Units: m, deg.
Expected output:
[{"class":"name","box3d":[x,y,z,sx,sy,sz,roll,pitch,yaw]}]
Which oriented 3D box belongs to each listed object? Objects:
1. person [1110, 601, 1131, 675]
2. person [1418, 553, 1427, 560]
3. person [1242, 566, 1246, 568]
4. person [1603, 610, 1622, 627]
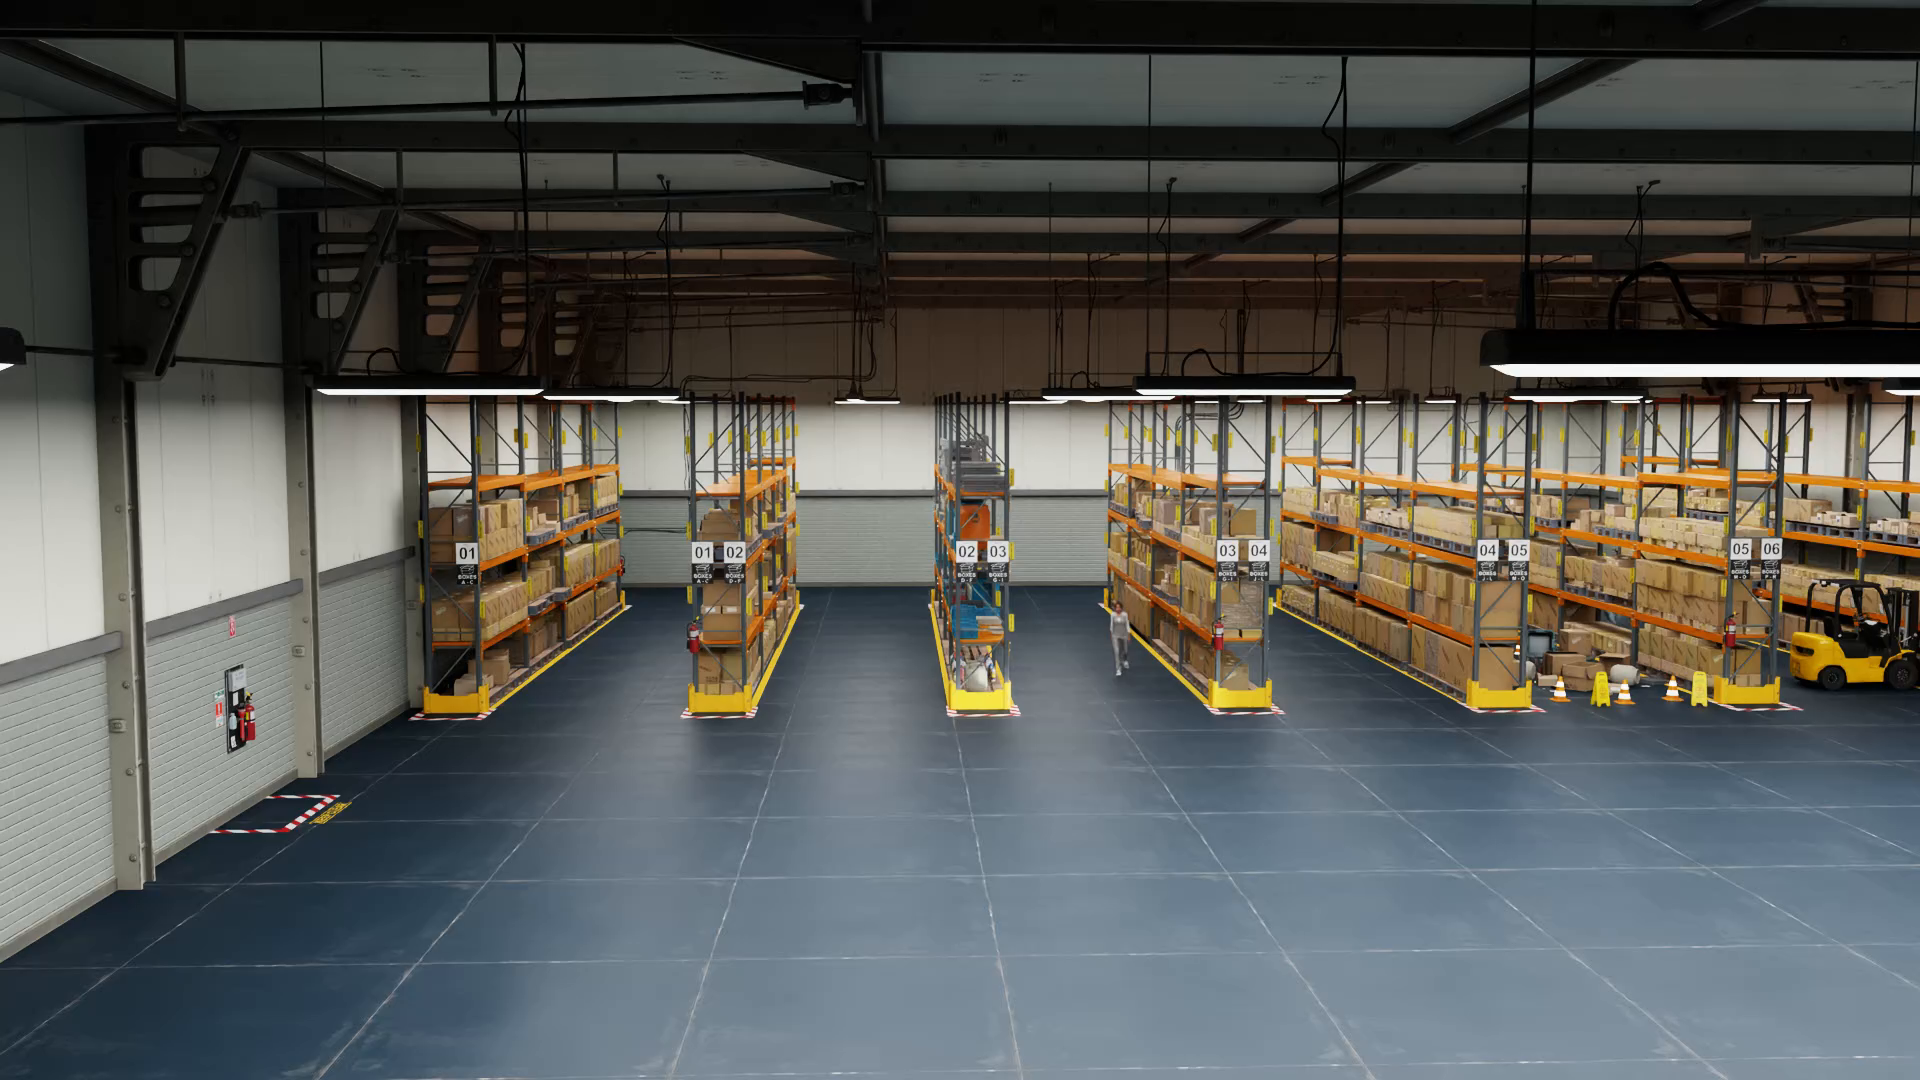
[{"class":"person","box3d":[3.445,2.079,35.675,0.442,1.559,0.852,1,5,6]},{"class":"person","box3d":[12.664,1.213,45.352,0.490,1.767,0.613,4,6,44]},{"class":"person","box3d":[8.341,0.907,50.000,0.699,1.628,0.713,1,5,10]},{"class":"person","box3d":[16.755,1.446,42.534,0.609,1.787,0.403,-2,5,-28]}]
